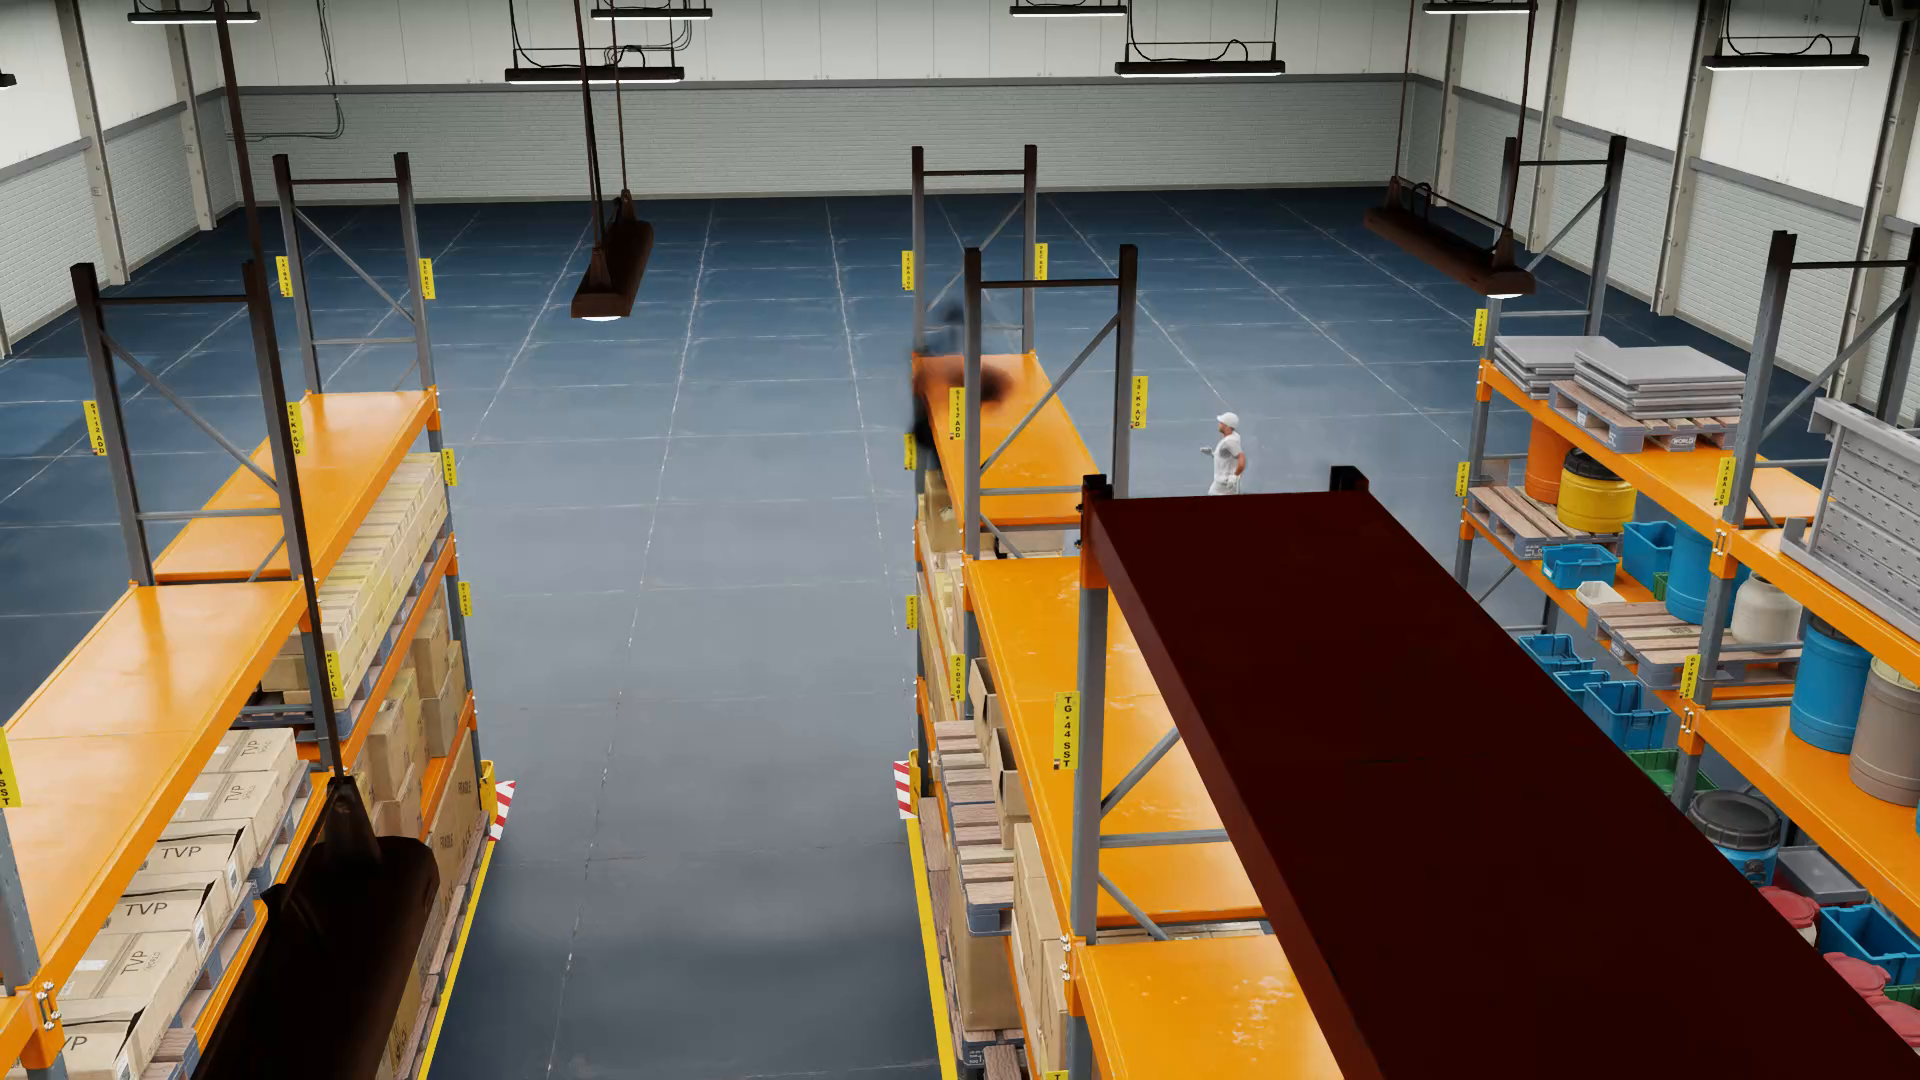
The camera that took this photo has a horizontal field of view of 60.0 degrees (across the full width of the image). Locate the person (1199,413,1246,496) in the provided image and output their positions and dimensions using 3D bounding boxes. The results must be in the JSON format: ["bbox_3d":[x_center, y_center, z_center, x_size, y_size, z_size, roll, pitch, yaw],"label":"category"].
[{"bbox_3d":[3.392,-0.718,20.995,0.836,1.846,0.661,8,23,20],"label":"person"}]

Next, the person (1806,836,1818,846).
[{"bbox_3d":[6.991,2.333,13.410,0.663,1.774,0.861,-5,22,-11],"label":"person"}]
